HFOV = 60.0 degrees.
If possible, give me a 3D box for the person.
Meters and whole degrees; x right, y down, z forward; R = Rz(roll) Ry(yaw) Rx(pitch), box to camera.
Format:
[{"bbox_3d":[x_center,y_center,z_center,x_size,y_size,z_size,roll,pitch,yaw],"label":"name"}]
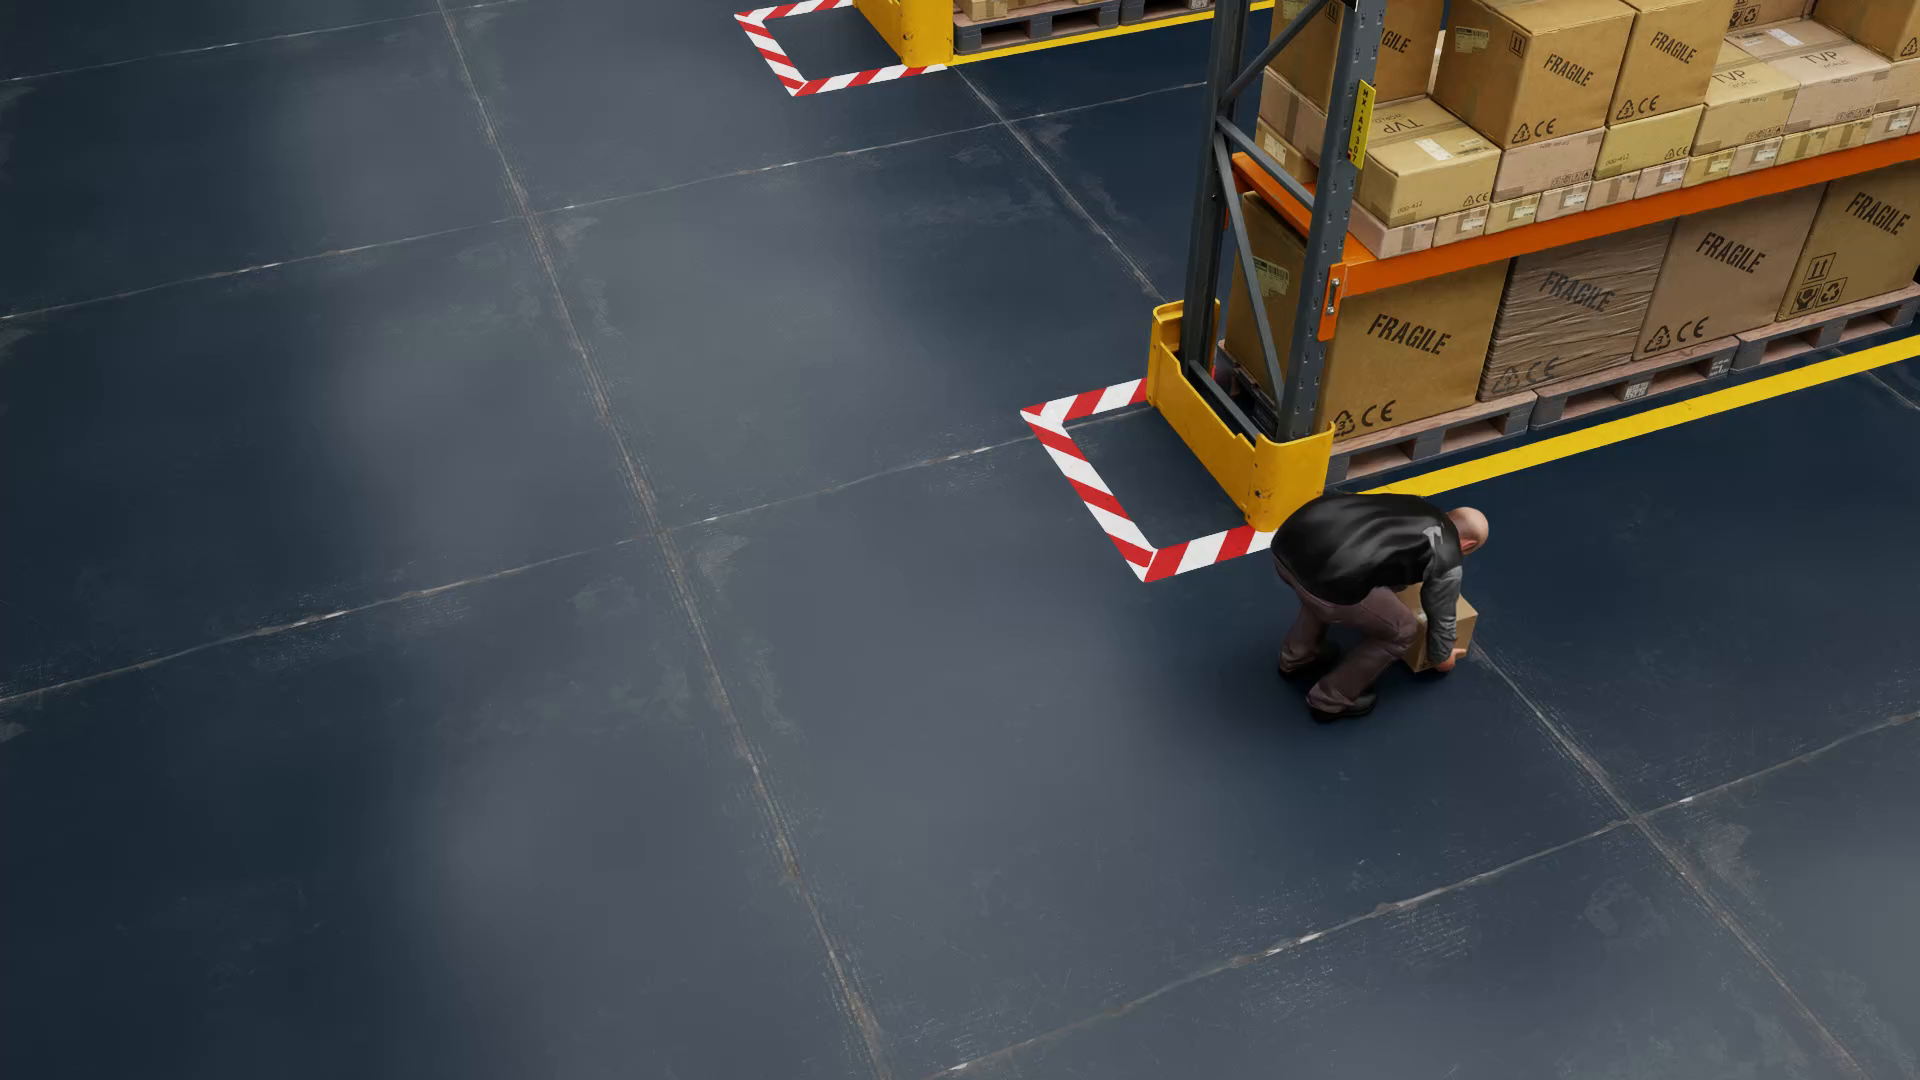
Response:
[{"bbox_3d":[1.641,0.209,6.545,0.944,0.921,0.511,-17,44,-19],"label":"person"}]
